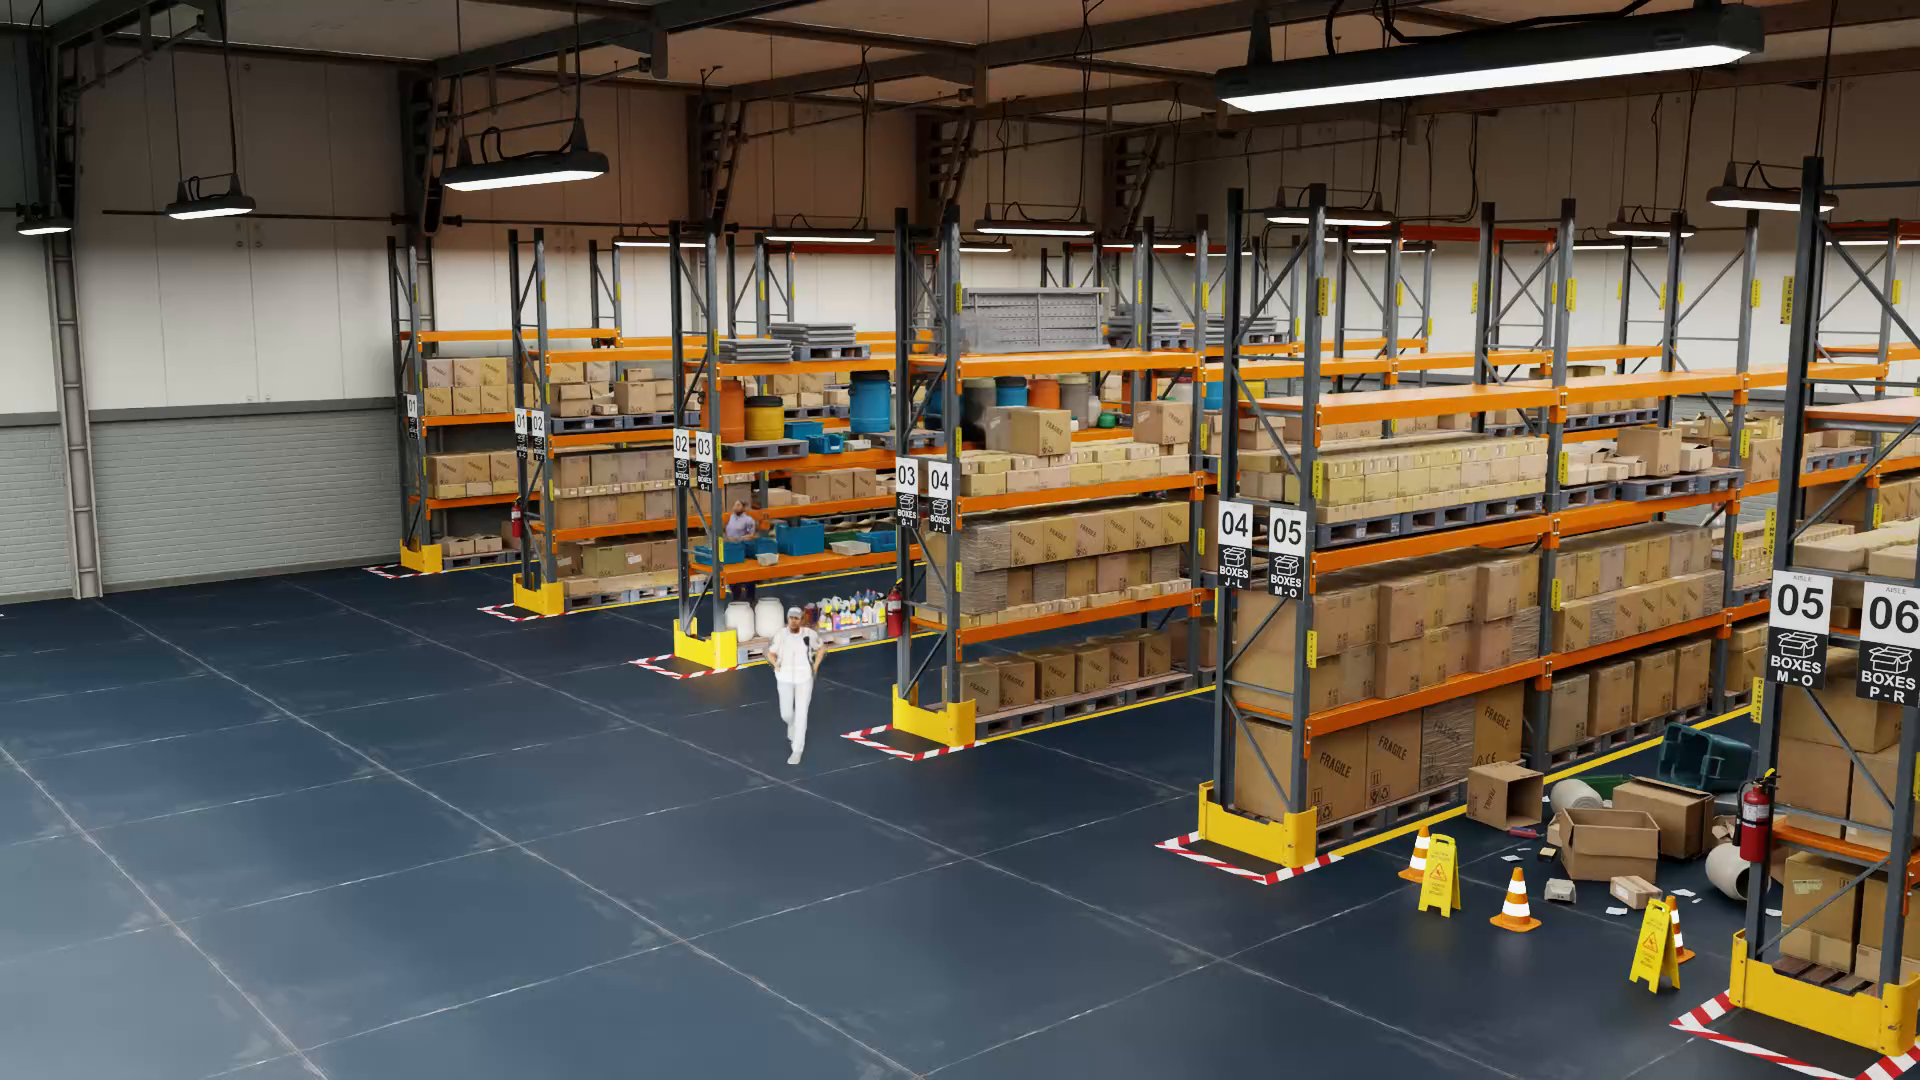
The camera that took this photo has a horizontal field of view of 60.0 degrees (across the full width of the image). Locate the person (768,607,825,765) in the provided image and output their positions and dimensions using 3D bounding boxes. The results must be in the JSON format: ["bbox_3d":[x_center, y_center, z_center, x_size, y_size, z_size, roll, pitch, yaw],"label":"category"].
[{"bbox_3d":[-1.806,1.553,18.287,0.614,1.670,0.908,0,9,3],"label":"person"}]

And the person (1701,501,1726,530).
[{"bbox_3d":[12.788,0.090,28.047,0.596,1.552,0.832,4,10,23],"label":"person"}]

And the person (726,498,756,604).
[{"bbox_3d":[-3.376,0.209,25.311,0.583,1.687,0.632,4,10,25],"label":"person"}]
